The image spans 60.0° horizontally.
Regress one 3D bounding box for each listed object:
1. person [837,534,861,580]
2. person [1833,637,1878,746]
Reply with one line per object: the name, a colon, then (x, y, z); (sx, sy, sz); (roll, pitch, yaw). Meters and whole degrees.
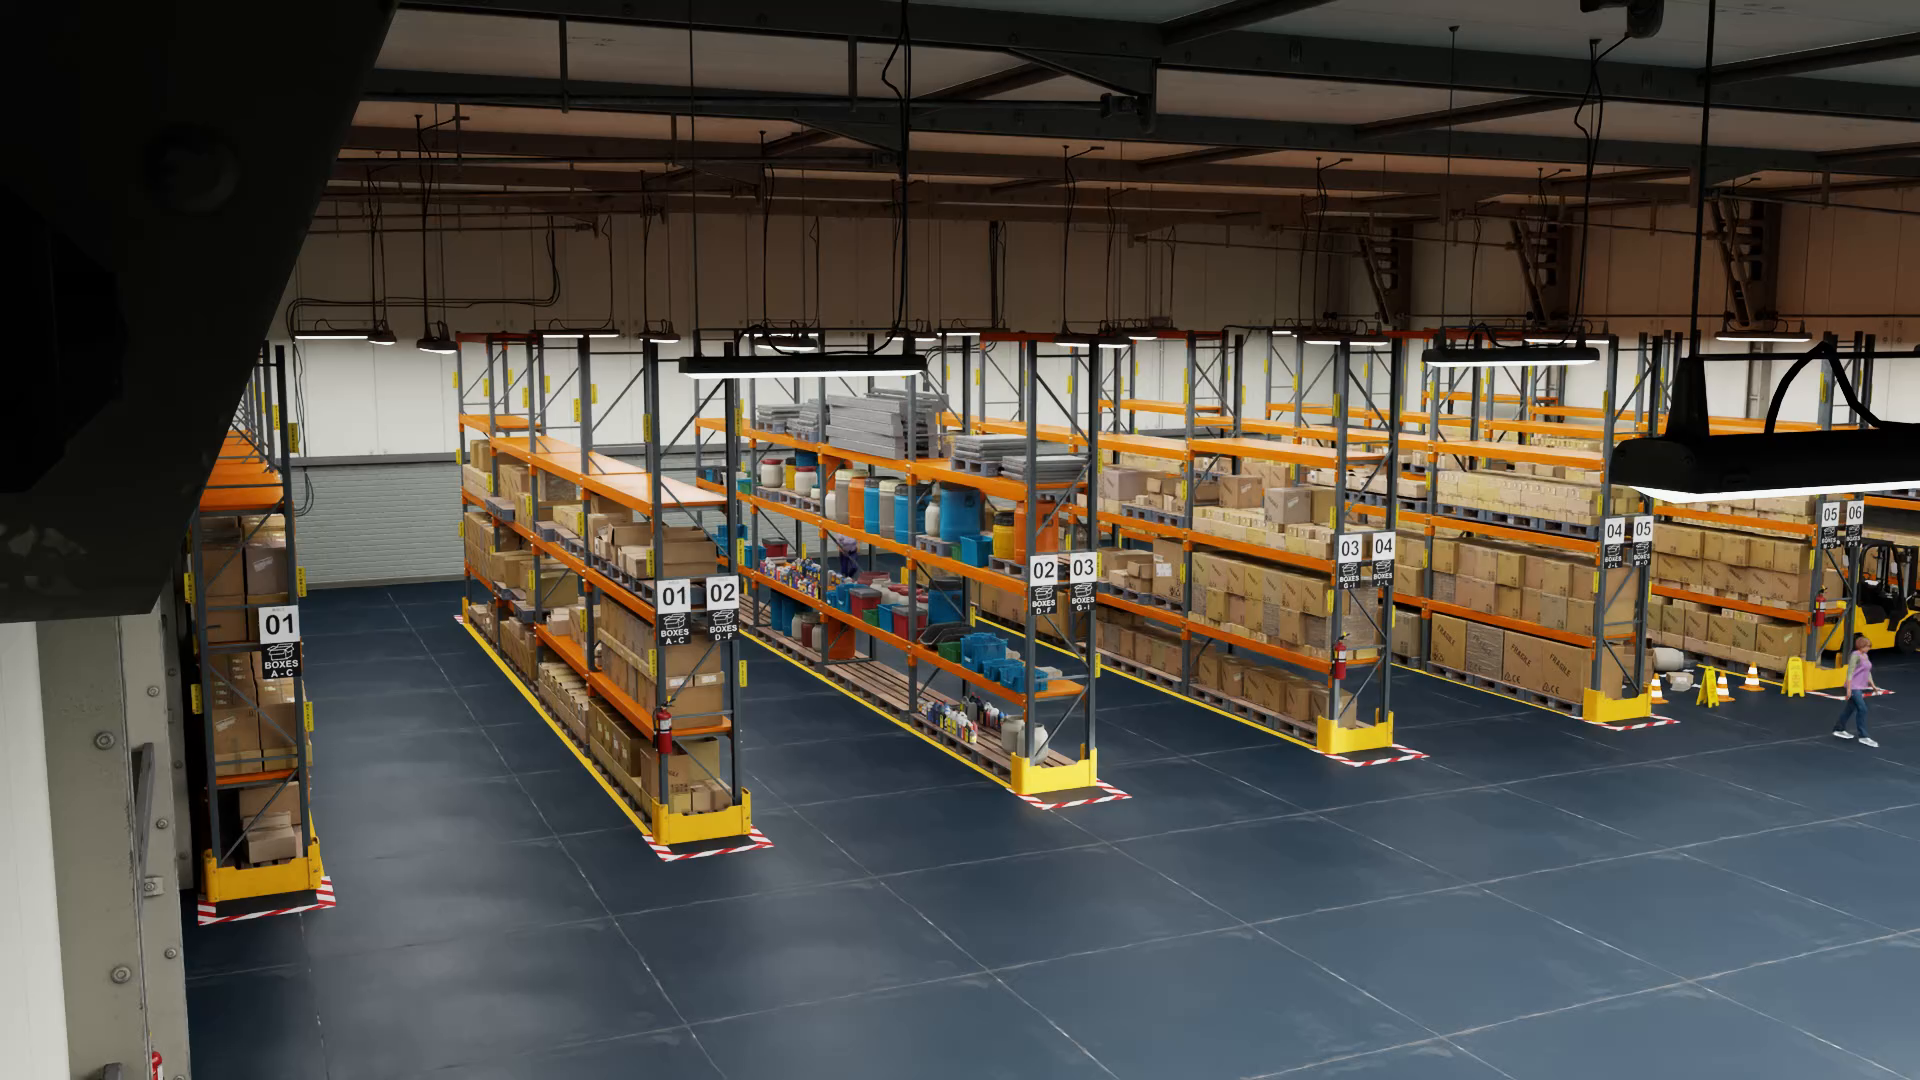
person: (-2.586, 0.334, 38.797); (0.635, 1.561, 0.747); (-2, 8, -15)
person: (13.380, 2.240, 24.729); (0.465, 1.549, 0.672); (-7, 10, -42)
